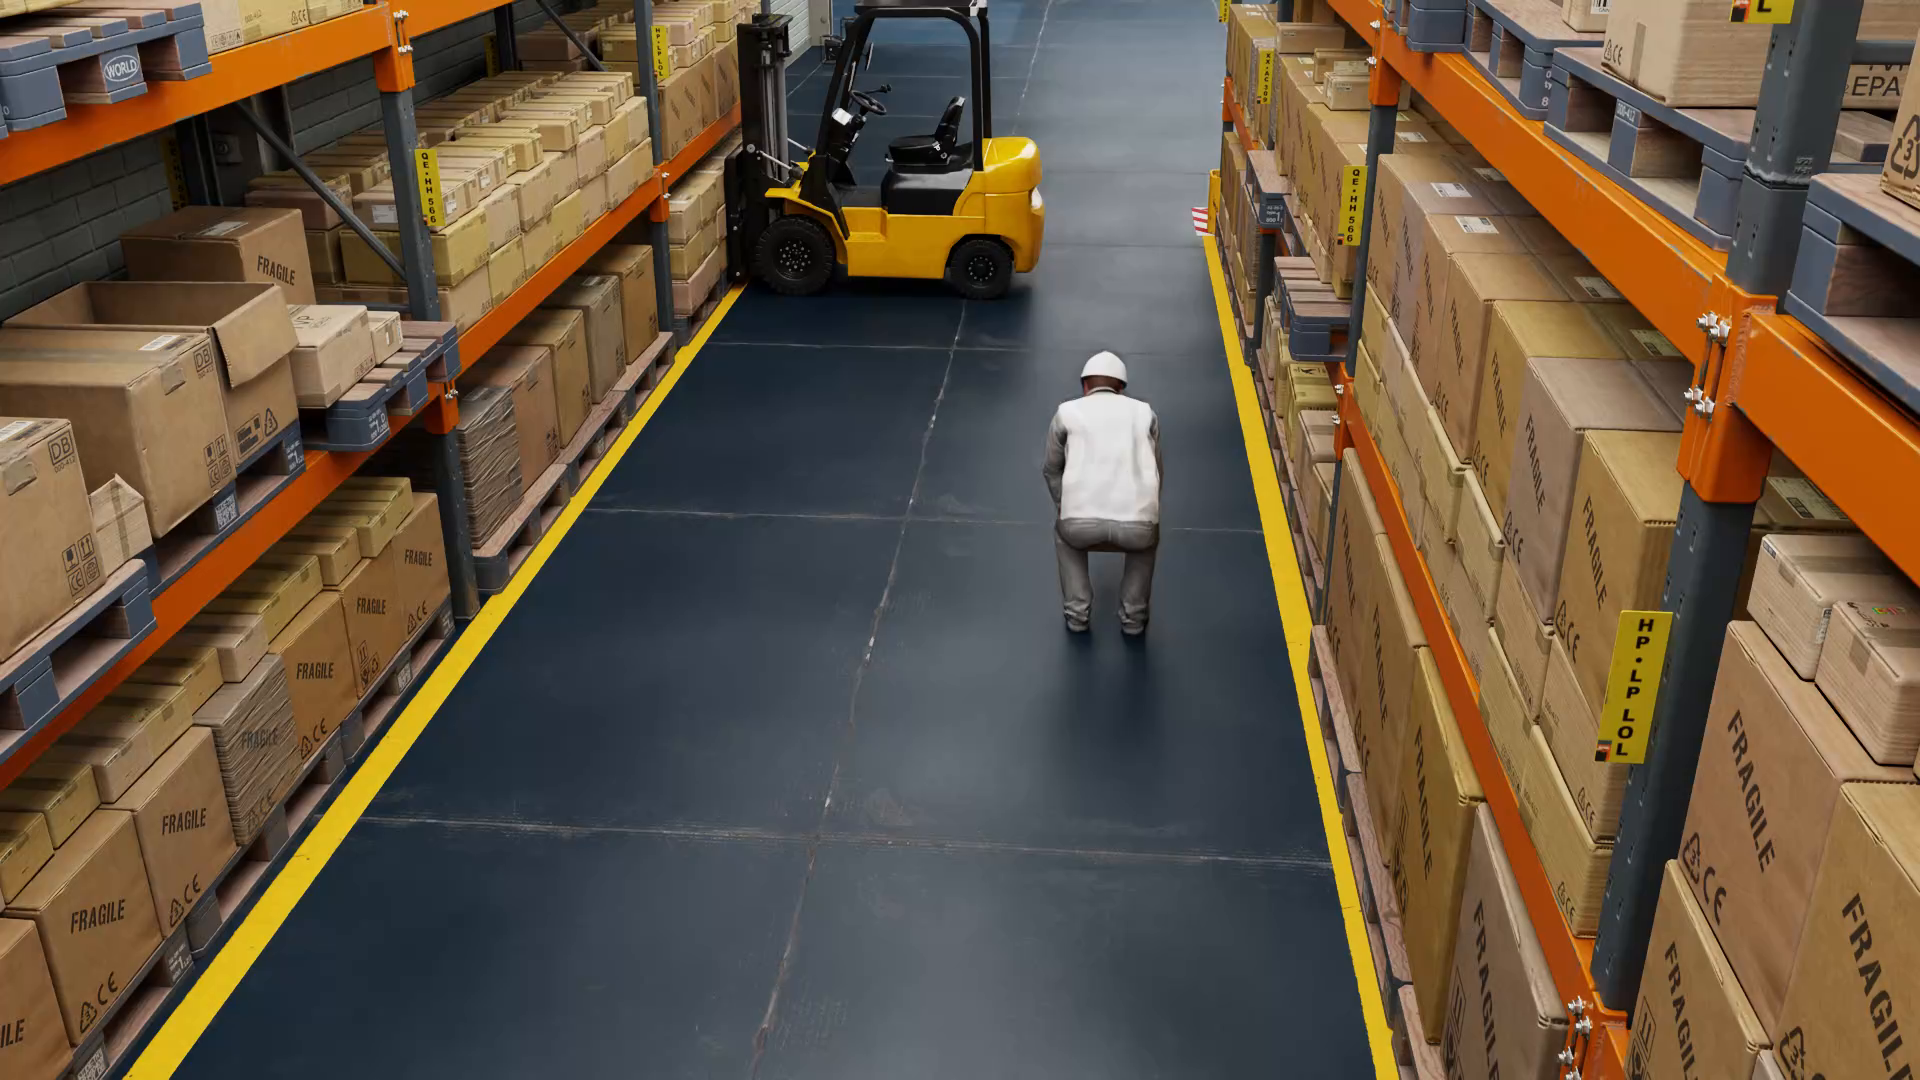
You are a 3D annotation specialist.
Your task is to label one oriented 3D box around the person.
[{"bbox_3d":[0.657,-0.199,7.717,0.570,1.194,0.850,3,24,6],"label":"person"}]
